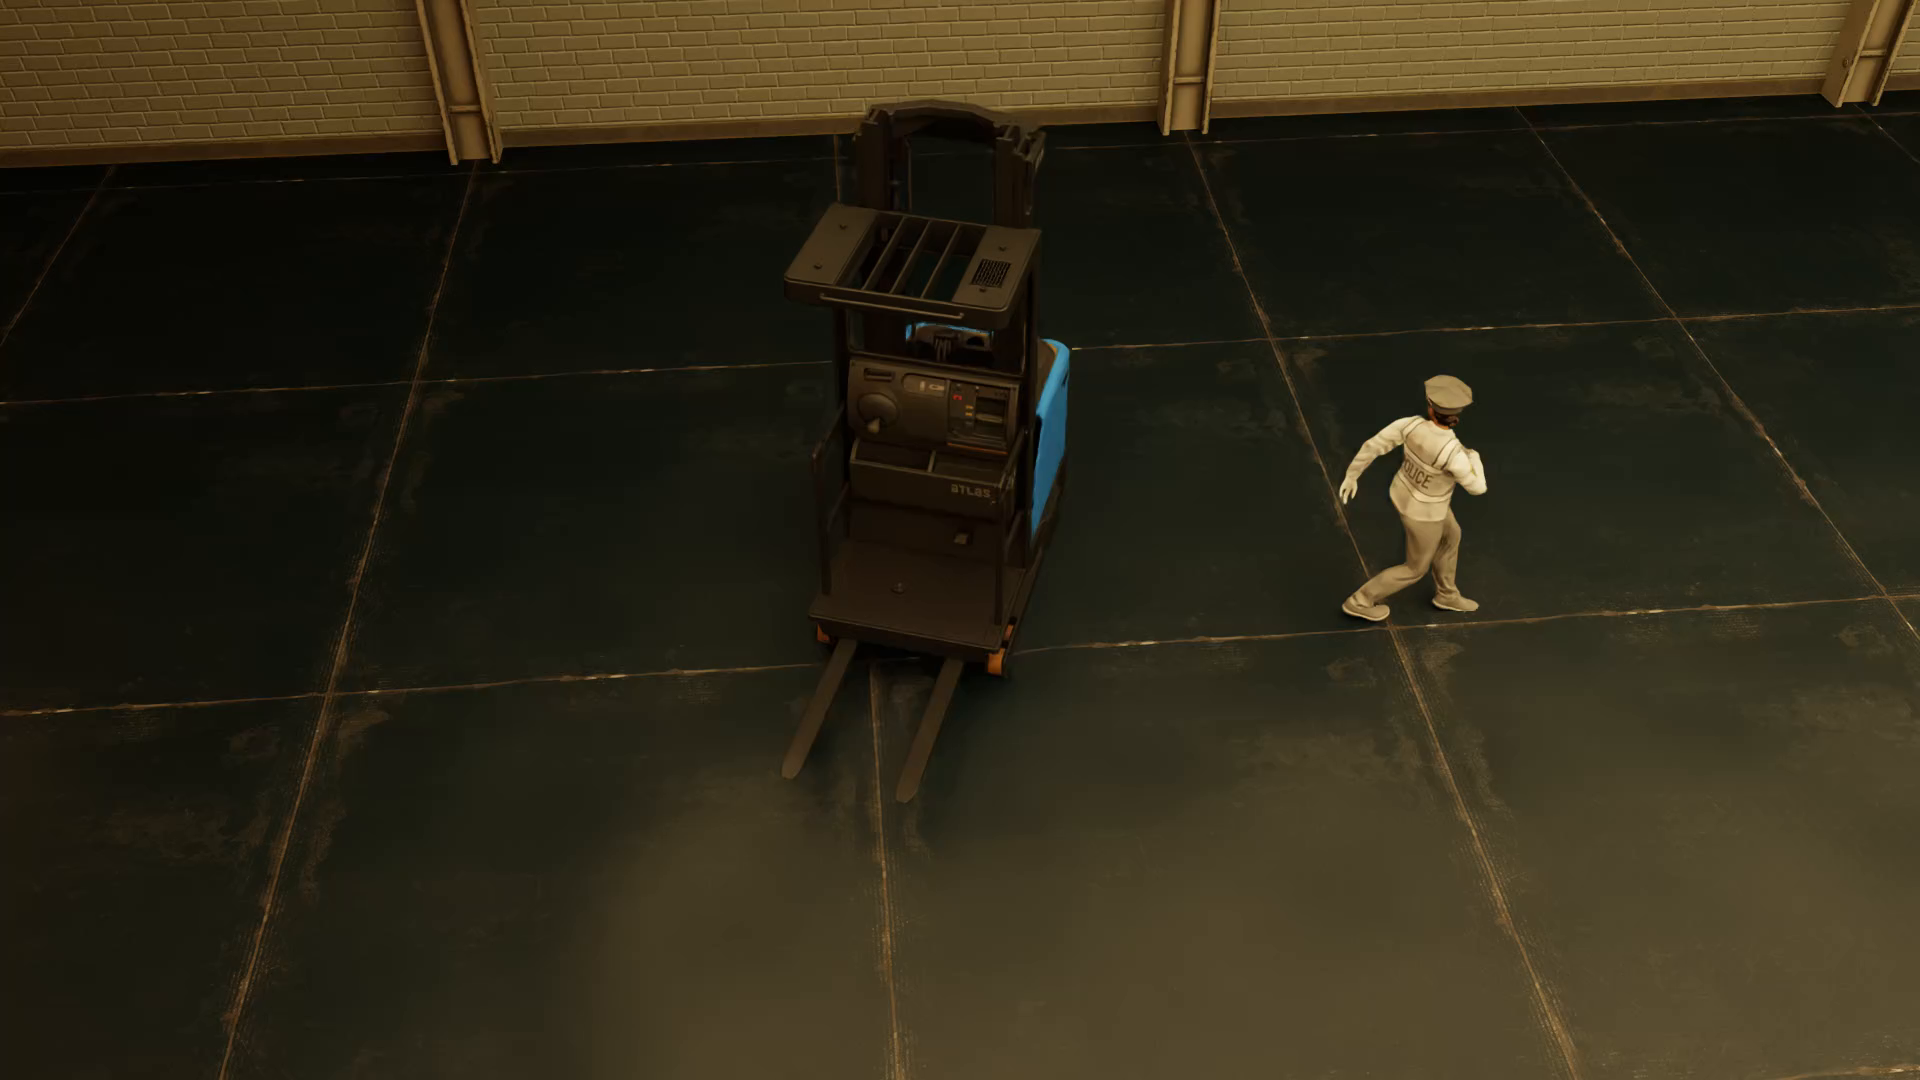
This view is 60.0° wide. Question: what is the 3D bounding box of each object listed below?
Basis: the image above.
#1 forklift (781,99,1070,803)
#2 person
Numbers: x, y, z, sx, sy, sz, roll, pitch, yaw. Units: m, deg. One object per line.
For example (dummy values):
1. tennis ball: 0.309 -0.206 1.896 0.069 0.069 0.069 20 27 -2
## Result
1. forklift: -0.199 -0.637 8.683 1.130 2.935 3.031 10 41 11
2. person: 2.588 -0.197 9.232 0.895 1.611 0.506 -7 41 -8
